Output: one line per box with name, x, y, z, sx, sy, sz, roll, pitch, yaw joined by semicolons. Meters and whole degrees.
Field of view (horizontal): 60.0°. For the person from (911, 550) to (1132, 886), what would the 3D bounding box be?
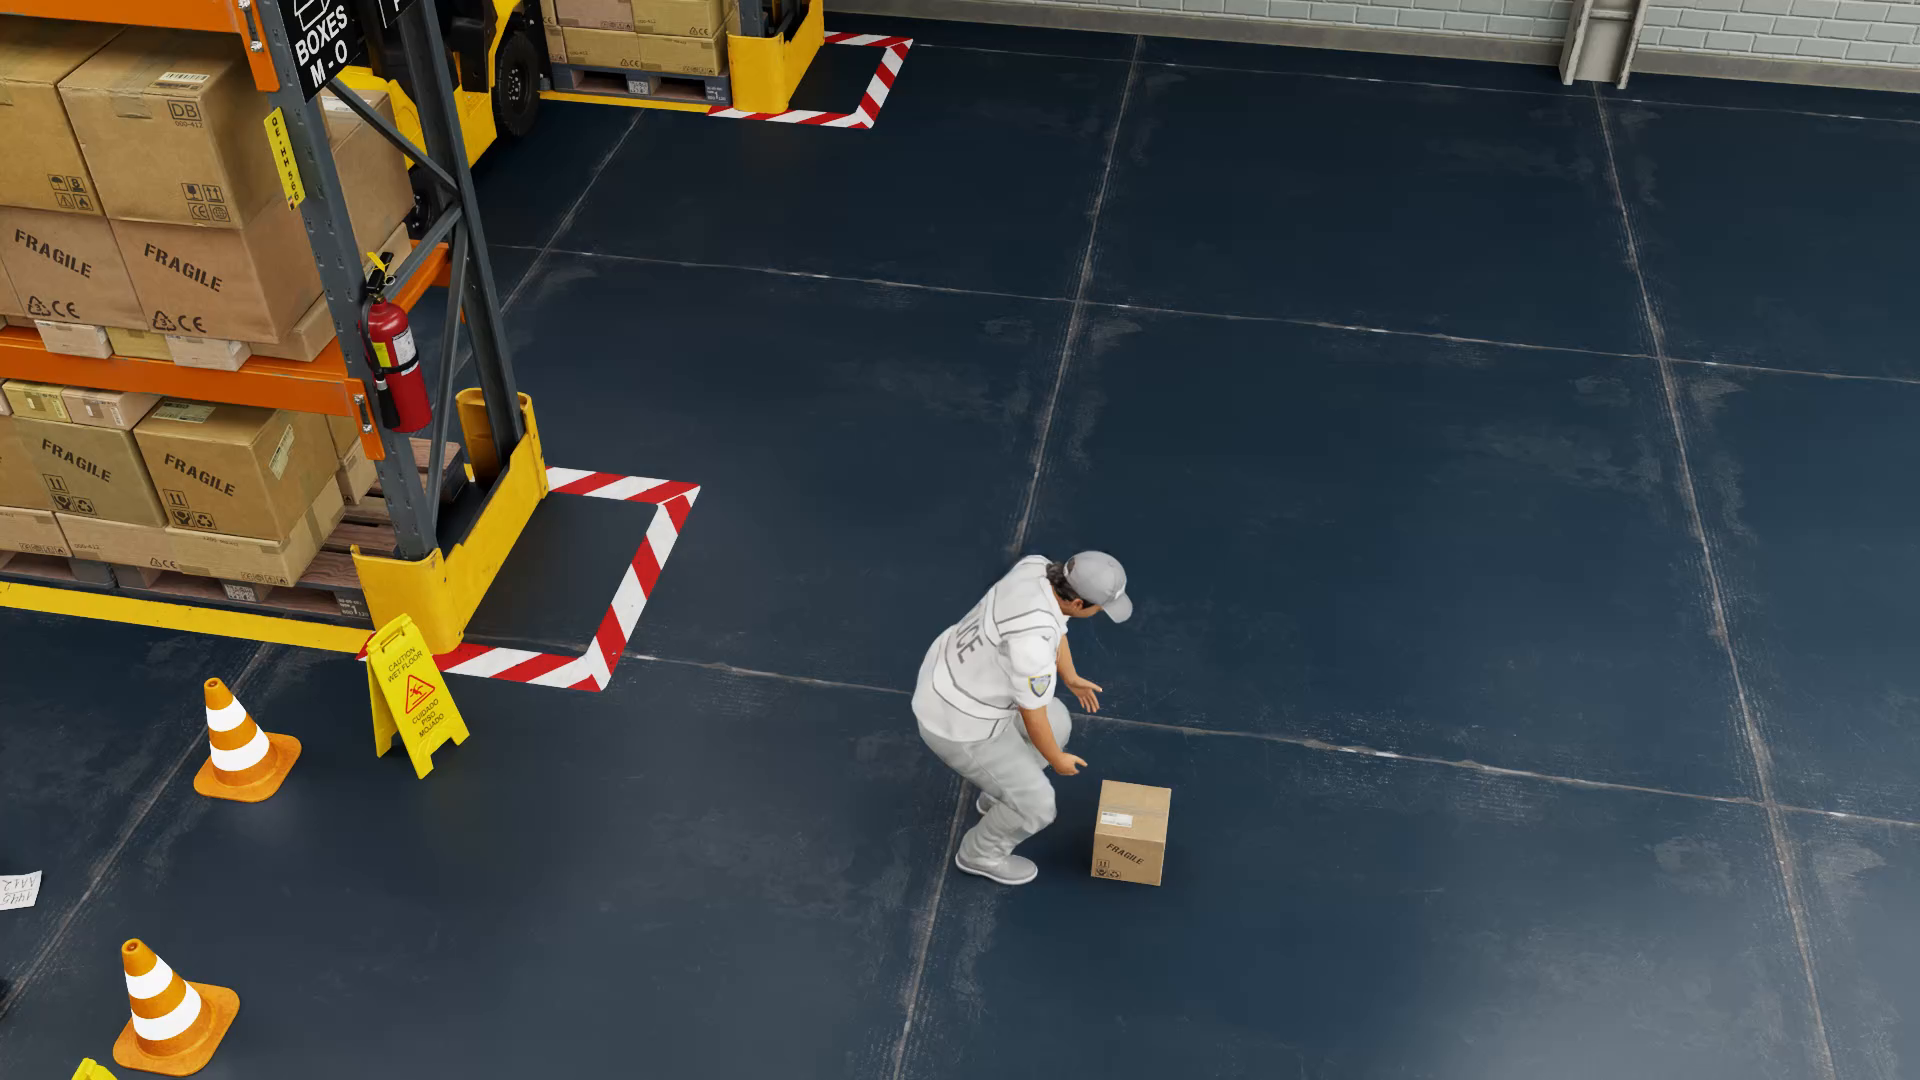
person;0.203;0.561;5.712;0.710;1.406;0.533;7;41;8
